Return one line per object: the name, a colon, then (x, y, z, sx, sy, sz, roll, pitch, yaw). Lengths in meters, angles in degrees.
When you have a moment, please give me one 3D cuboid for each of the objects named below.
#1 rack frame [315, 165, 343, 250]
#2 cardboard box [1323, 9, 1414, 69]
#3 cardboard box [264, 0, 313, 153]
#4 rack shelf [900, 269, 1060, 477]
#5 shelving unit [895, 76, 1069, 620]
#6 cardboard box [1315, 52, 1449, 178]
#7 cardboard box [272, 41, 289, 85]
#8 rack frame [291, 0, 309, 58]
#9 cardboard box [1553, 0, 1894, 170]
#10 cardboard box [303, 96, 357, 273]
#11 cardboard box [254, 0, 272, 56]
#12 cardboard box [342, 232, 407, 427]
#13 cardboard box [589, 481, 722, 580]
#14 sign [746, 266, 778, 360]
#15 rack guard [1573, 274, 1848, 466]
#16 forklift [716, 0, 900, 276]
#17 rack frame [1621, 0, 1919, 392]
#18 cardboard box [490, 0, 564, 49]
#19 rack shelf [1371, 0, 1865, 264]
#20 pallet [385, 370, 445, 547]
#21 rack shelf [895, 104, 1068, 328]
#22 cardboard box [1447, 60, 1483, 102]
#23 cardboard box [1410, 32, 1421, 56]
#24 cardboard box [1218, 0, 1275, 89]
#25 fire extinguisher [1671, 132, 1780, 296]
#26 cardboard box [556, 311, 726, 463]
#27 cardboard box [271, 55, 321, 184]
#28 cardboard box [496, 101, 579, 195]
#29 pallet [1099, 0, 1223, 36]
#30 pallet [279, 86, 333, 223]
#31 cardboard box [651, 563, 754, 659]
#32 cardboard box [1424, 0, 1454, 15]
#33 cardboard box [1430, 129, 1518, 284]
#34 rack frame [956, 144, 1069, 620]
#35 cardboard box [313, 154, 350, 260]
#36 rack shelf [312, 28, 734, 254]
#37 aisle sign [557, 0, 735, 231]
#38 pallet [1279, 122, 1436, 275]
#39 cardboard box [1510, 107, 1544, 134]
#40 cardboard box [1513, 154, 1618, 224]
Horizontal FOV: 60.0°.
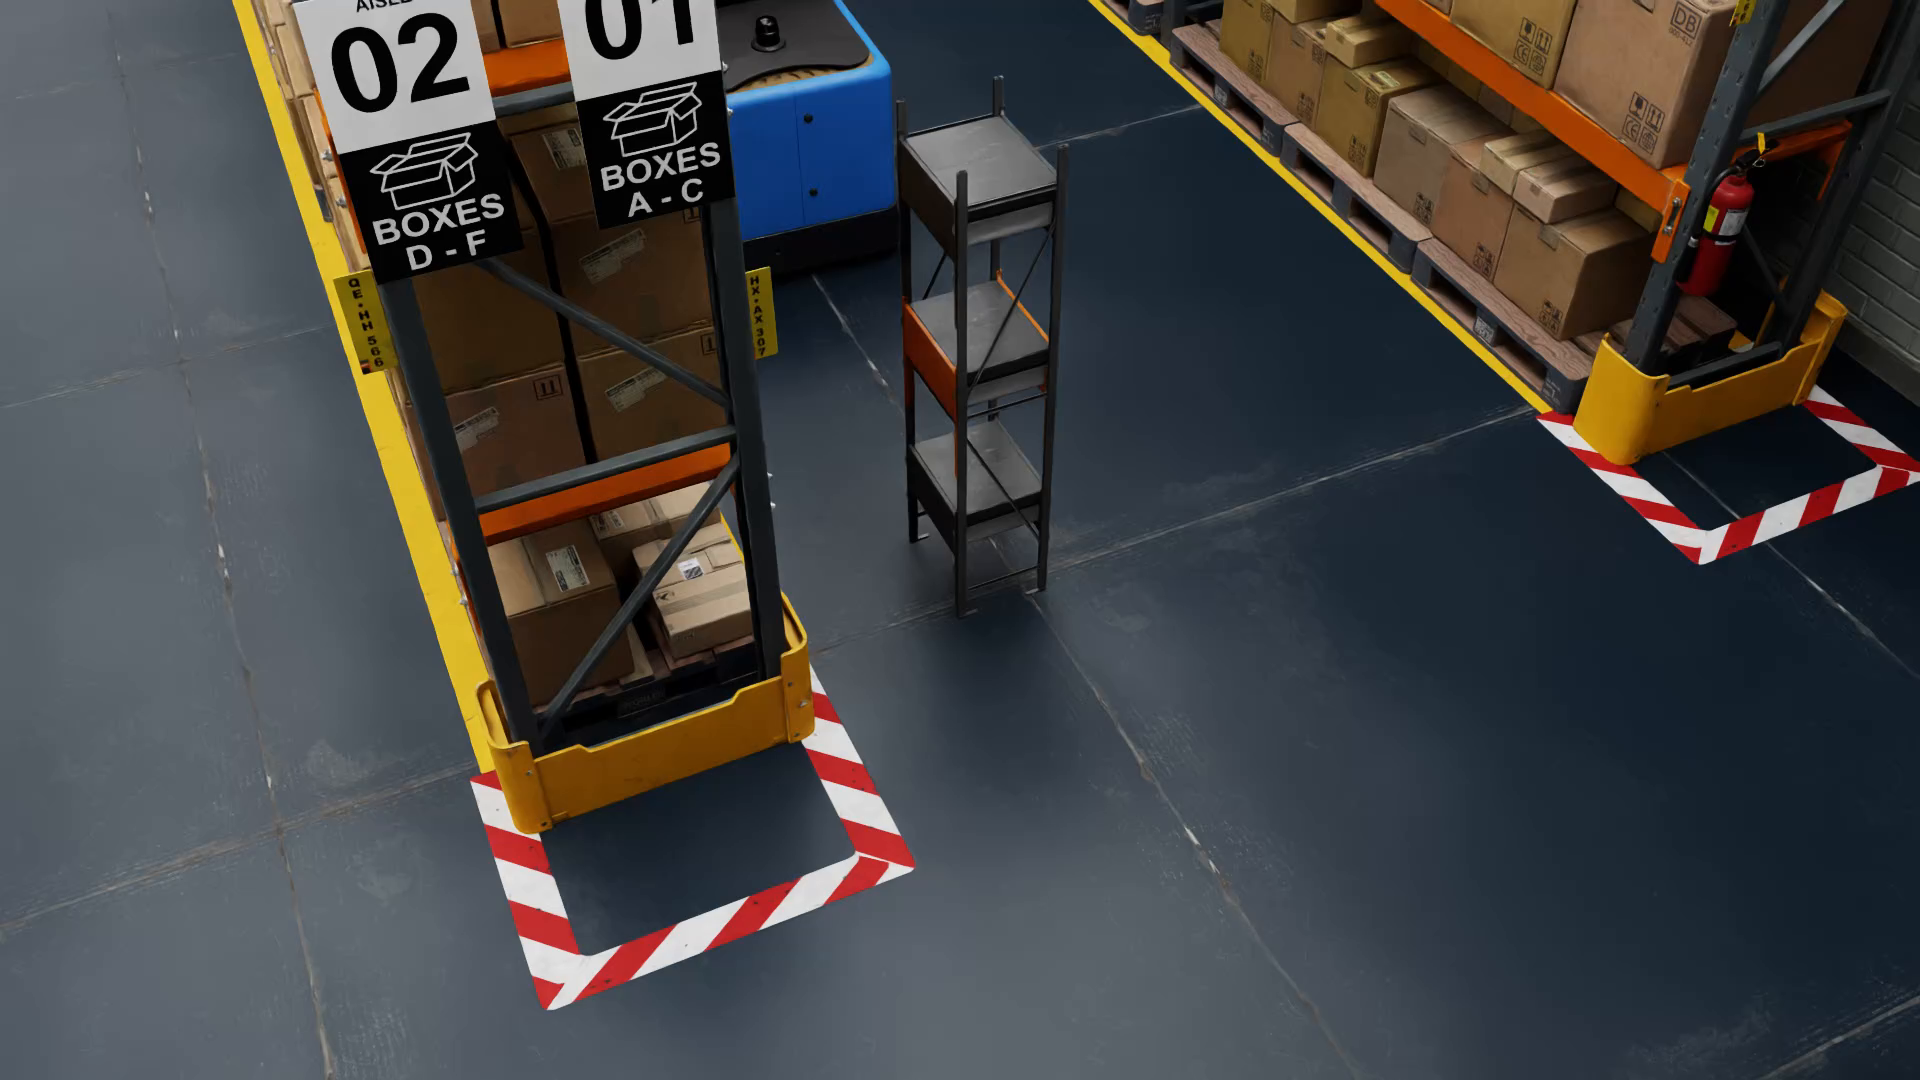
rack frame: (-2.787, -2.766, 7.787, 1.000, 3.000, 0.127, -18, 47, -17)
cardboard box: (2.125, -2.611, 8.648, 0.380, 0.149, 0.250, -19, 48, -19)
cardboard box: (-2.193, -1.789, 6.014, 0.500, 0.500, 0.500, -17, 47, -16)
rack shelf: (0.070, -0.632, 6.284, 0.431, 0.518, 0.480, -18, 47, -17)
shelving unit: (0.070, -0.642, 6.274, 0.431, 2.100, 0.503, -18, 47, -17)
cardboard box: (2.349, -2.336, 8.831, 0.700, 0.500, 0.500, -17, 47, -16)
cardboard box: (-2.820, -2.397, 7.341, 0.500, 0.500, 0.500, -17, 47, -16)
rack frame: (-1.105, -2.353, 3.096, 1.000, 3.000, 0.127, -18, 47, -17)
cardboard box: (3.164, -2.111, 6.910, 0.980, 0.700, 0.700, -16, 47, -16)
cardboard box: (-1.755, -1.133, 5.348, 0.500, 0.500, 0.500, -17, 47, -16)
cardboard box: (-3.665, -2.900, 9.389, 0.500, 0.500, 0.500, -17, 47, -17)
cardboard box: (-1.762, -0.788, 5.710, 0.500, 0.500, 0.500, -18, 47, -17)
cardboard box: (-1.287, -0.144, 6.774, 0.500, 0.250, 0.500, -18, 47, -17)
sign: (-0.613, -0.686, 5.062, 0.100, 0.325, 0.005, -18, 47, -17)
rack guard: (3.398, -0.778, 7.551, 1.175, 0.500, 0.348, -18, 47, -17)
forklift: (-1.335, -3.354, 8.432, 1.130, 2.935, 3.031, -16, 47, -16)
rack frame: (3.388, -1.683, 6.689, 1.000, 3.000, 0.127, -18, 47, -17)
cardboard box: (-1.090, -1.634, 4.611, 0.500, 0.250, 0.500, -18, 47, -17)
rack shelf: (2.547, -2.701, 8.233, 1.077, 0.370, 4.000, -18, 47, -17)
pallet: (-1.982, -0.557, 7.533, 1.003, 0.211, 1.213, -18, 47, -17)
rack shelf: (0.070, -1.130, 5.792, 0.431, 0.518, 0.480, -18, 47, -17)
cardboard box: (2.702, -2.377, 8.411, 0.380, 0.149, 0.250, -18, 47, -17)
cardboard box: (2.487, -2.702, 8.741, 0.380, 0.149, 0.250, -18, 47, -17)
cardboard box: (1.927, -2.985, 9.489, 0.700, 0.500, 0.500, -17, 47, -17)
fire extinguisher: (3.033, -1.290, 6.611, 0.296, 0.674, 0.183, -18, 47, -17)
cardboard box: (-1.052, -0.614, 5.534, 0.500, 0.500, 0.500, -17, 47, -17)
cardboard box: (-3.254, -2.263, 8.743, 0.500, 0.500, 0.500, -18, 47, -18)
cardboard box: (-1.279, -1.300, 5.518, 0.500, 0.500, 0.500, -18, 47, -17)
pallet: (1.313, -3.709, 10.727, 1.003, 0.211, 1.213, -18, 47, -17)
pallet: (-3.163, -2.281, 9.280, 1.003, 0.211, 1.213, -18, 47, -17)
cardboard box: (-0.969, 0.272, 6.424, 0.380, 0.149, 0.250, -18, 47, -17)
cardboard box: (2.536, -3.060, 7.871, 0.980, 0.700, 0.700, -20, 48, -19)
cardboard box: (2.792, -1.678, 8.164, 0.700, 0.500, 0.500, -18, 47, -18)
rack frame: (0.172, -0.486, 6.117, 0.400, 2.100, 0.015, -18, 47, -17)
cardboard box: (-2.178, -1.428, 6.360, 0.500, 0.500, 0.500, -19, 48, -18)
rack shelf: (-1.946, -2.304, 5.694, 1.077, 0.370, 4.000, -18, 47, -17)
aisle sign: (-0.810, -1.186, 4.334, 0.394, 0.787, 0.004, -18, 47, -17)
pallet: (2.472, -1.953, 8.948, 1.003, 0.211, 1.213, -18, 47, -17)
cardboard box: (2.918, -2.051, 8.081, 0.380, 0.149, 0.250, -18, 47, -17)
cardboard box: (2.783, -1.618, 7.642, 0.380, 0.149, 0.250, -19, 48, -18)
